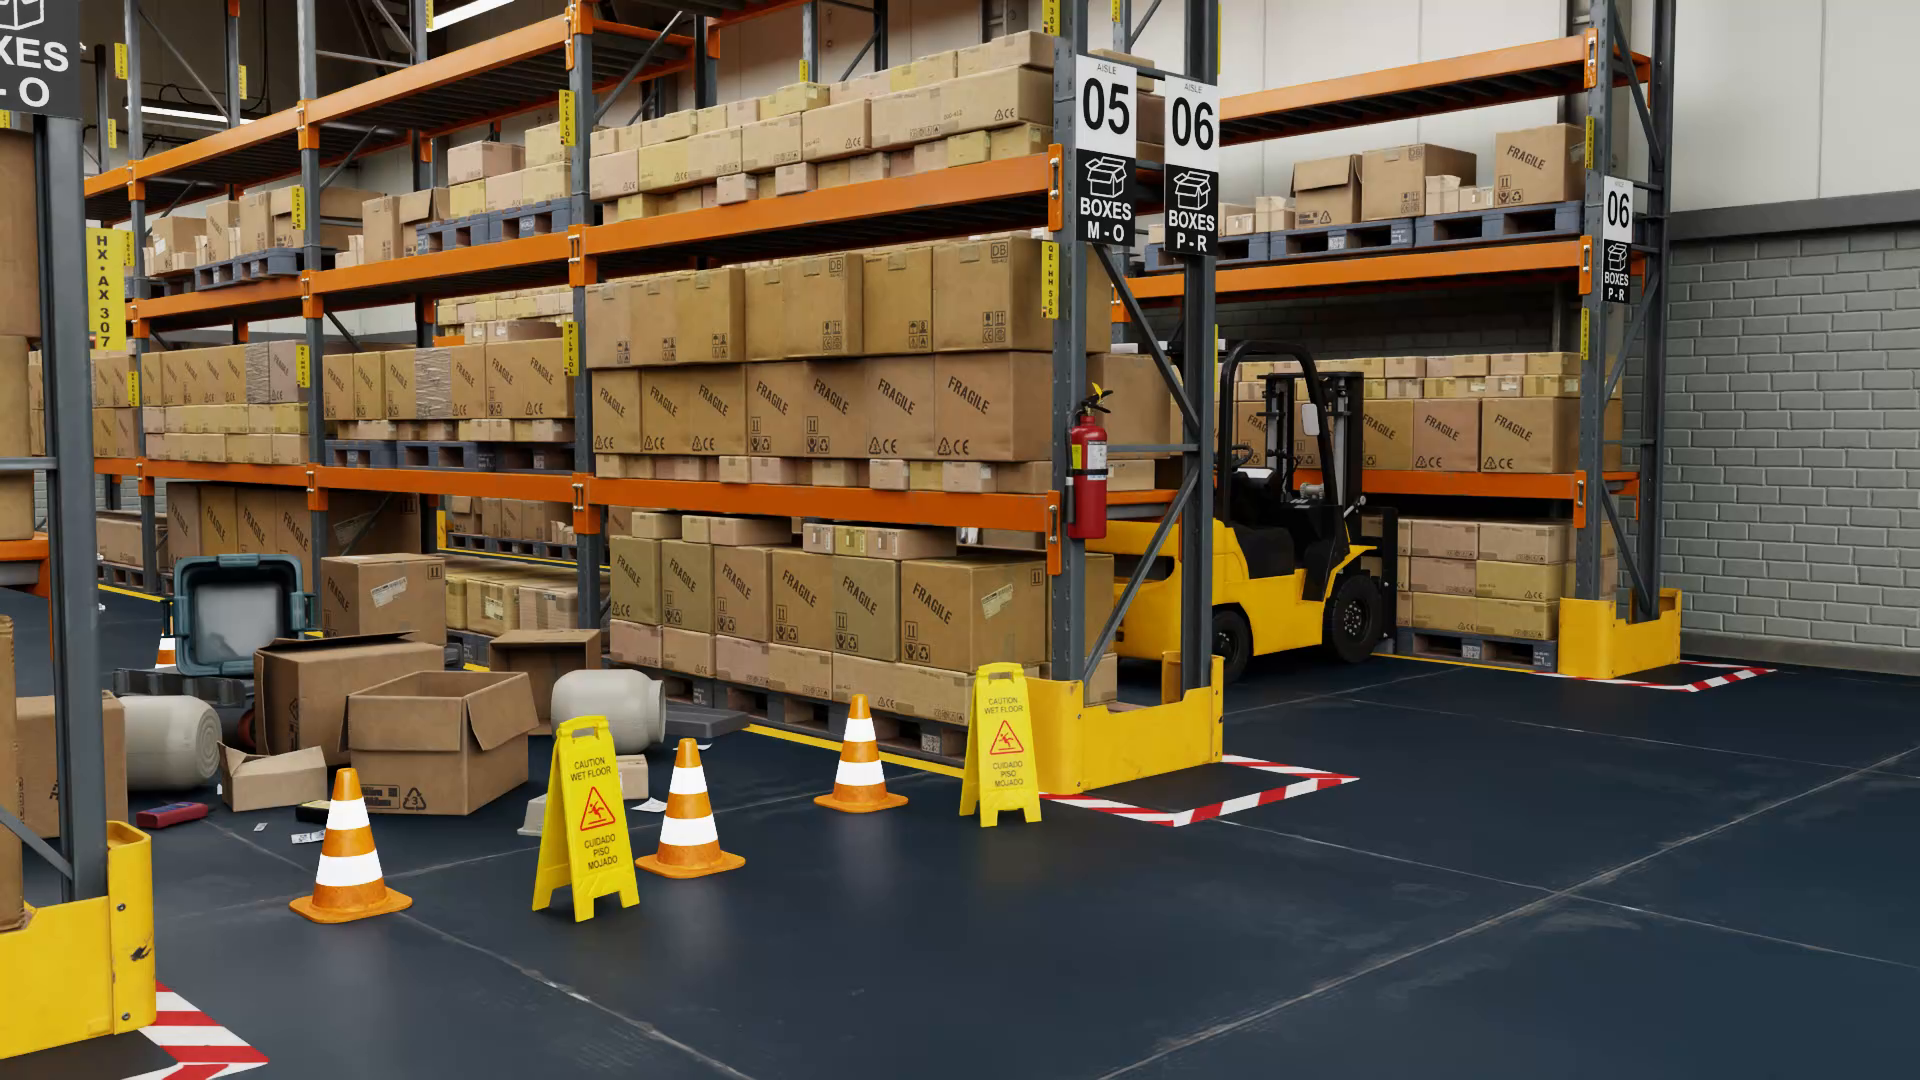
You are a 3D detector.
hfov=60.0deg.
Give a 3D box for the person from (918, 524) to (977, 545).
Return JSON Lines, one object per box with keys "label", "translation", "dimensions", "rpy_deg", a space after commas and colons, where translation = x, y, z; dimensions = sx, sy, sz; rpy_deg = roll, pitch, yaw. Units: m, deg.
{"label": "person", "translation": [-0.144, -0.060, 11.414], "dimensions": [0.560, 1.804, 0.371], "rpy_deg": [1, 4, 19]}
